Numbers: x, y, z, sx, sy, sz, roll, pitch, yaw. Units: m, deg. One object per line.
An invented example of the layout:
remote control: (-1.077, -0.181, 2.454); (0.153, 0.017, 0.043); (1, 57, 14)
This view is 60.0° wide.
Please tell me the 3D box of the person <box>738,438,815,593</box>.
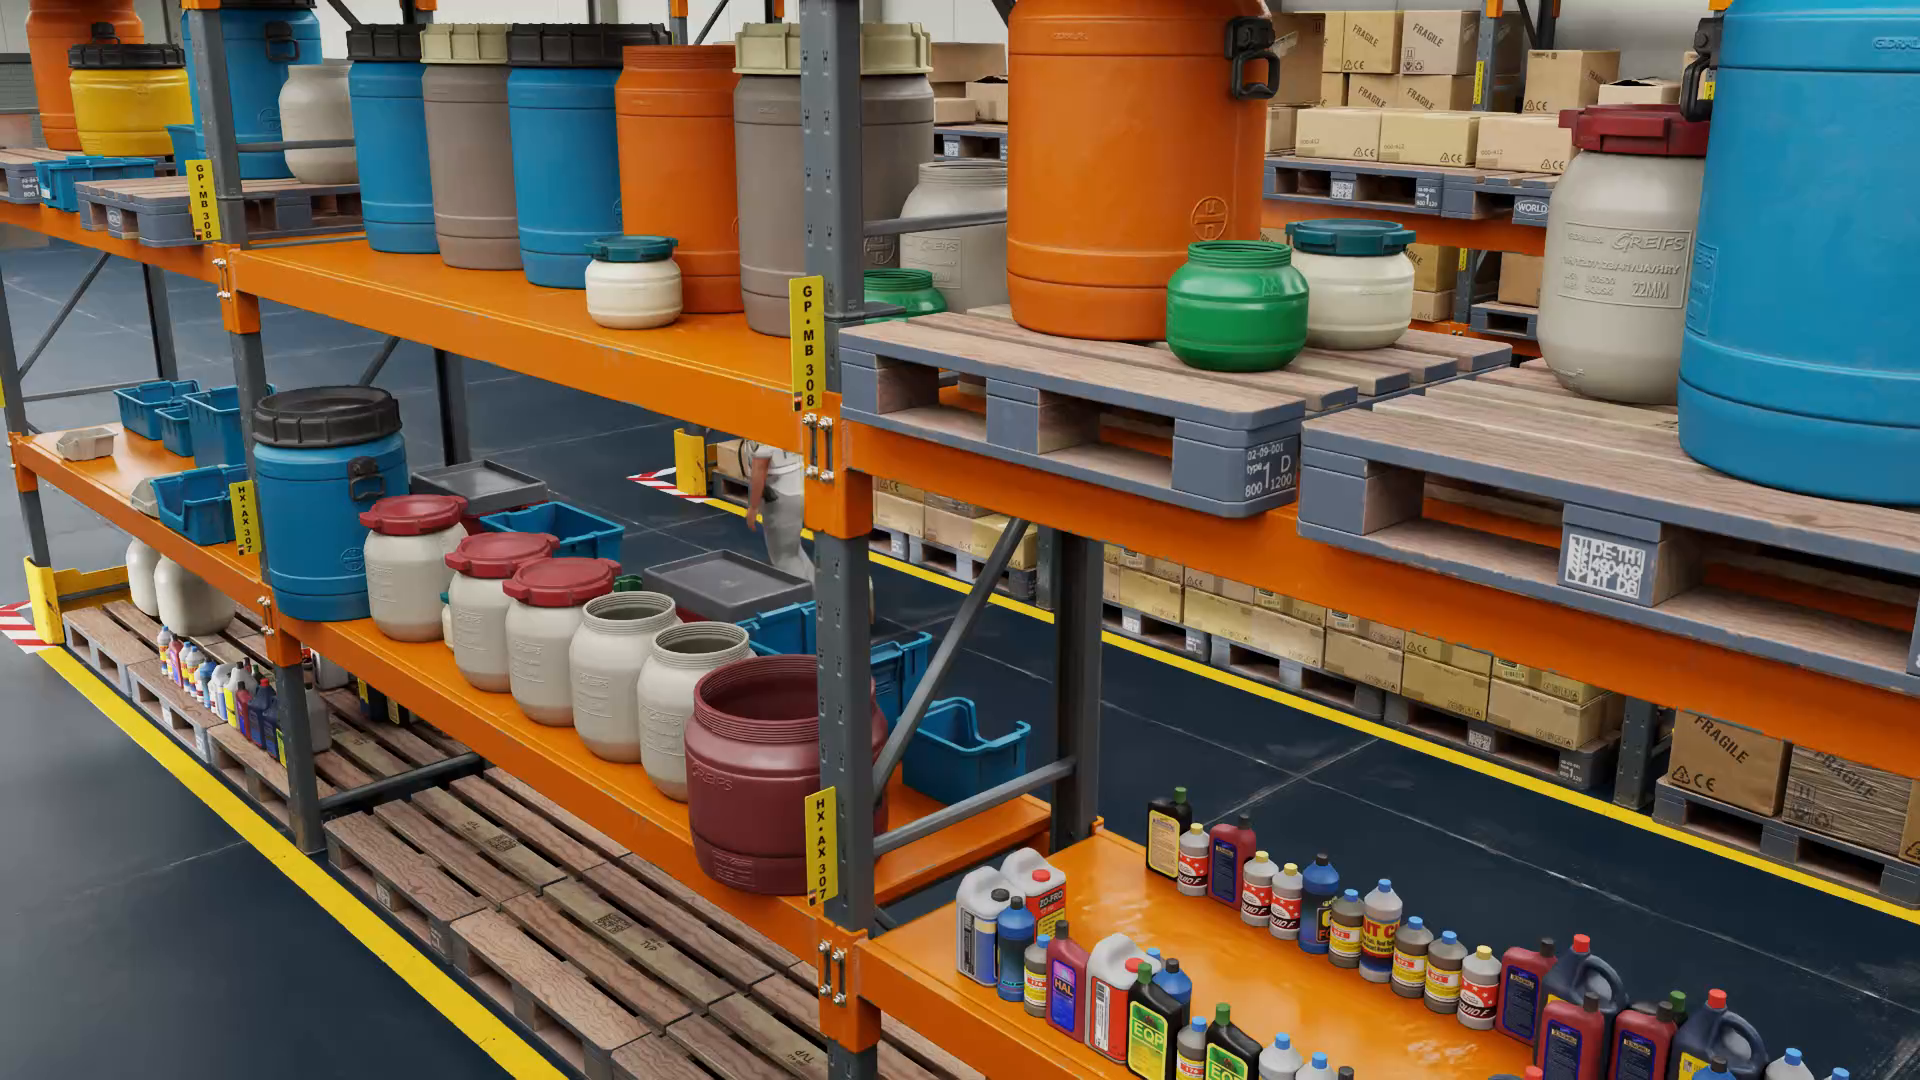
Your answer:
person: (-1.083, -0.265, 10.357); (0.475, 1.761, 0.566); (6, 18, 20)
